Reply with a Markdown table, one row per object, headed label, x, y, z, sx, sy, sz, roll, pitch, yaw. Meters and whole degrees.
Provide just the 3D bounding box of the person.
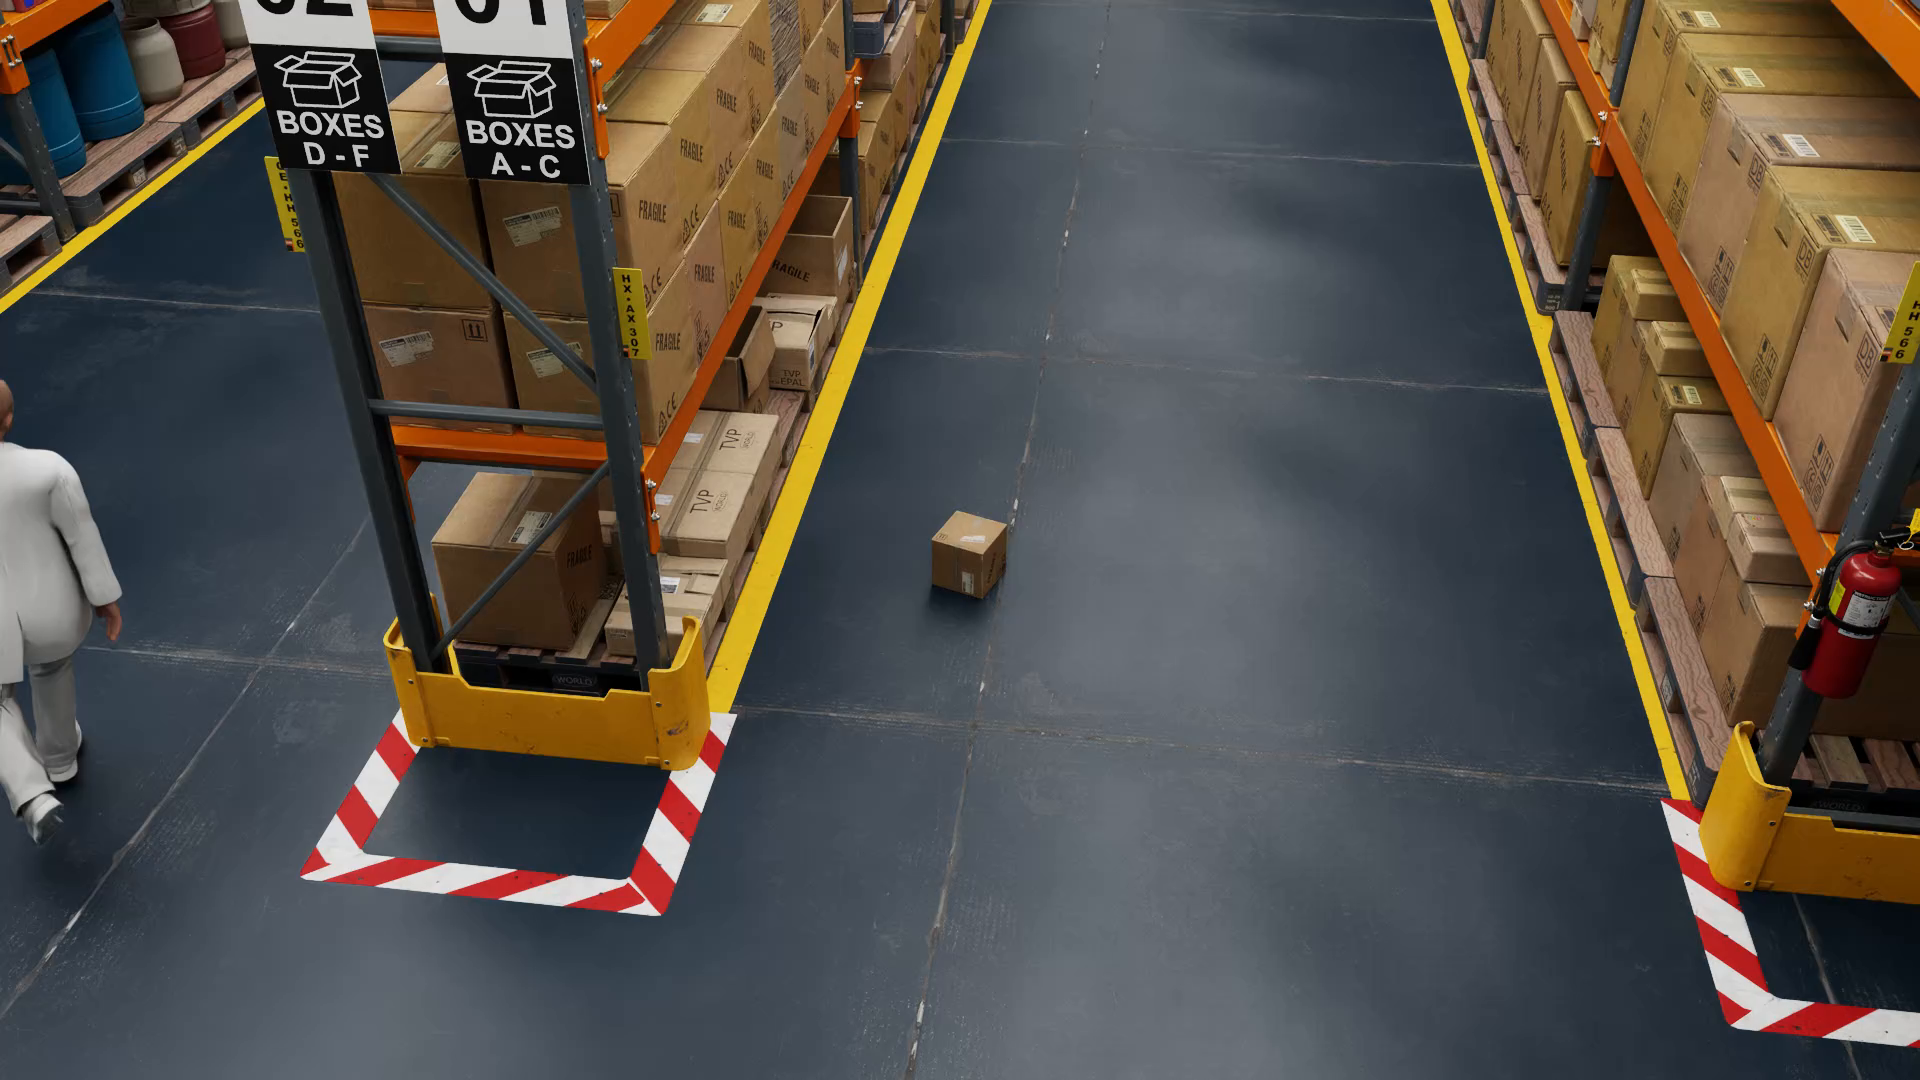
| label | x | y | z | sx | sy | sz | roll | pitch | yaw |
| --- | --- | --- | --- | --- | --- | --- | --- | --- | --- |
| person | -3.295 | 0.243 | 5.809 | 0.664 | 1.731 | 0.905 | -18 | 39 | -24 |
